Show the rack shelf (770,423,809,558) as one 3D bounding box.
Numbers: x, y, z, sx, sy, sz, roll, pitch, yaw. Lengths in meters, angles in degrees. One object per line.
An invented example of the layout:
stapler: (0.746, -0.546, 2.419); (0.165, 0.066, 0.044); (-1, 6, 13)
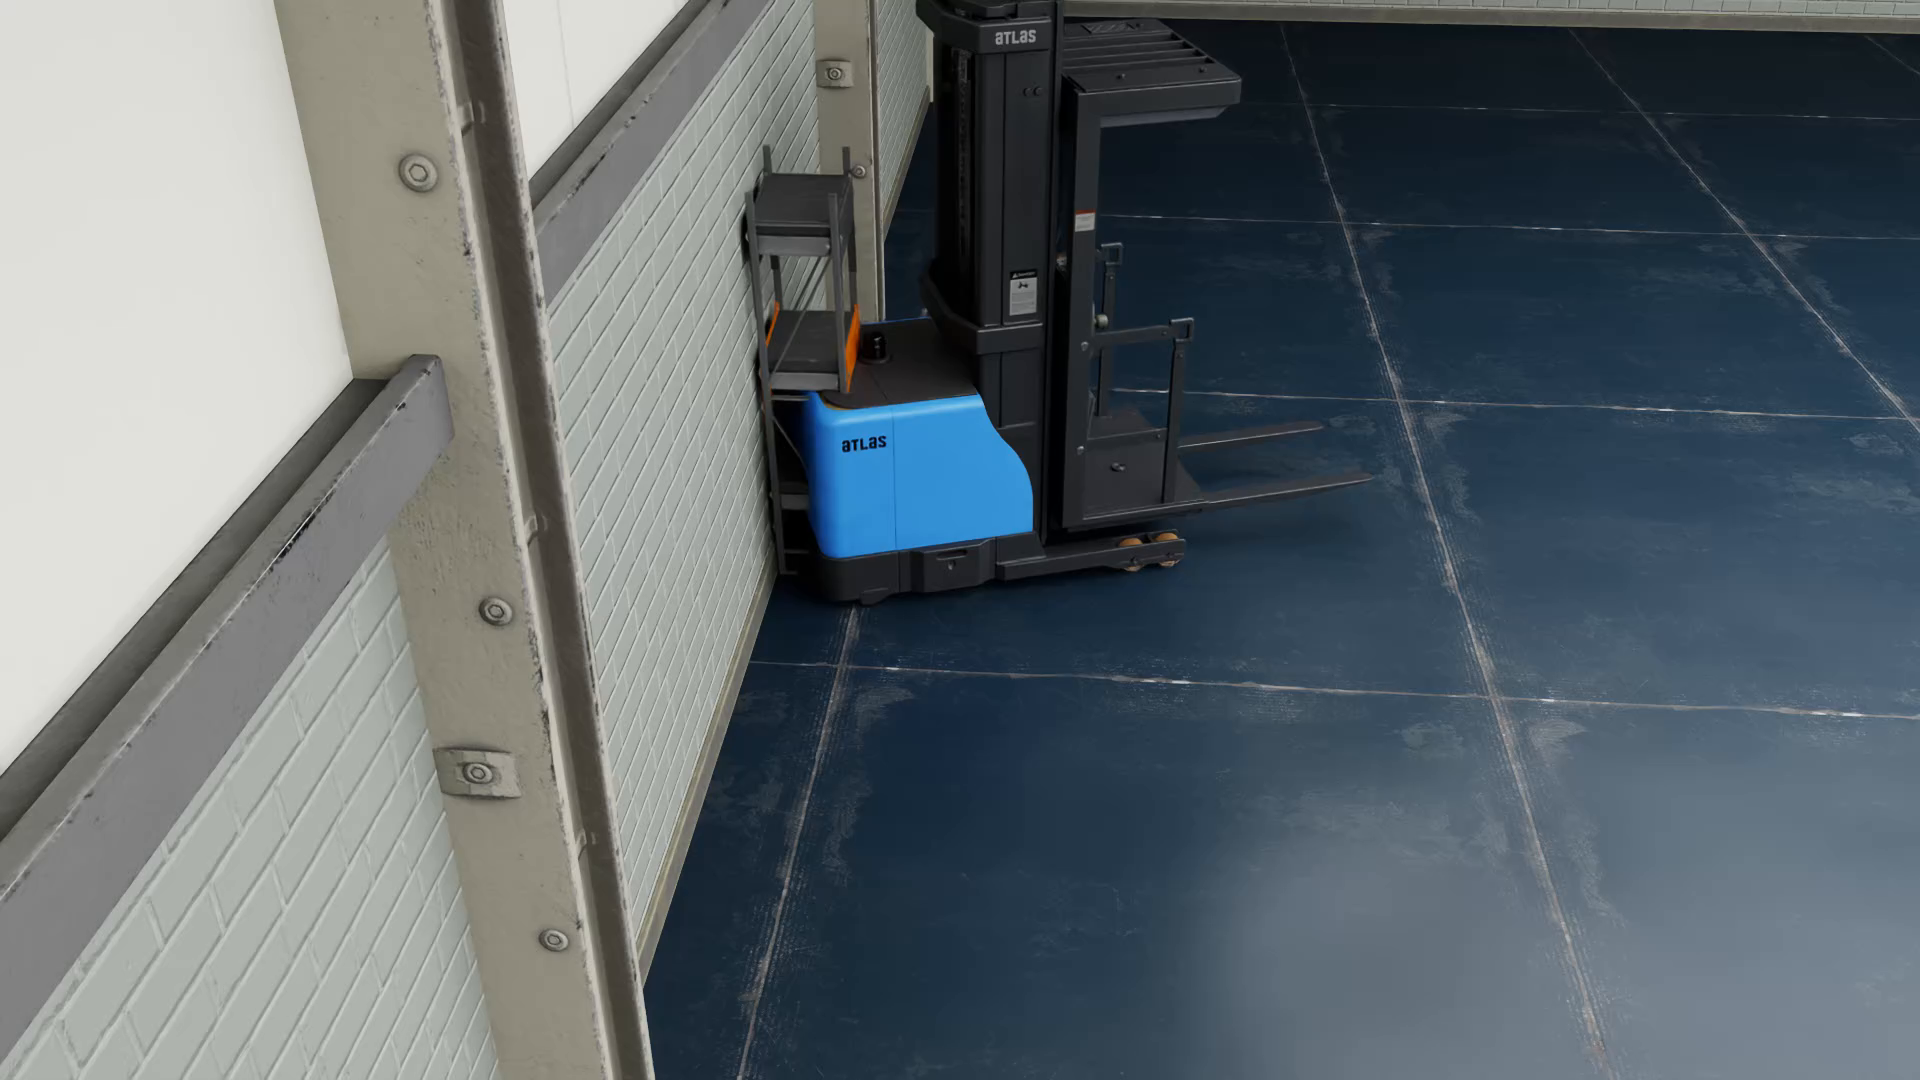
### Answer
rack shelf: (-0.704, -0.238, 8.441); (0.431, 0.518, 0.480); (2, 37, 3)

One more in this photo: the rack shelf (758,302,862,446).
rack shelf: (-0.709, -0.797, 8.019); (0.431, 0.518, 0.480); (2, 37, 3)

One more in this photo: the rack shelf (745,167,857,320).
rack shelf: (-0.714, -1.355, 7.597); (0.431, 0.518, 0.480); (2, 37, 3)

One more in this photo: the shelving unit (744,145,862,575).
shelving unit: (-0.709, -0.808, 8.011); (0.431, 2.100, 0.503); (2, 37, 3)

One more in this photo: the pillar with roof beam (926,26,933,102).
pillar with roof beam: (4.146, -7.776, 12.790); (9.100, 9.000, 0.400); (2, 32, 4)

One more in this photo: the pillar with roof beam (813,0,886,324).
pillar with roof beam: (3.658, -4.638, 7.699); (9.100, 9.000, 0.400); (2, 32, 4)

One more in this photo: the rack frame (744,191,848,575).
rack frame: (-0.725, -0.661, 7.816); (0.400, 2.100, 0.015); (2, 37, 3)

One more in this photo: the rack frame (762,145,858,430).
rack frame: (-0.693, -0.954, 8.205); (0.400, 2.100, 0.015); (2, 37, 3)

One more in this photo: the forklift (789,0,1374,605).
forklift: (0.661, -1.348, 8.143); (3.031, 2.935, 1.130); (-8, 33, -13)
